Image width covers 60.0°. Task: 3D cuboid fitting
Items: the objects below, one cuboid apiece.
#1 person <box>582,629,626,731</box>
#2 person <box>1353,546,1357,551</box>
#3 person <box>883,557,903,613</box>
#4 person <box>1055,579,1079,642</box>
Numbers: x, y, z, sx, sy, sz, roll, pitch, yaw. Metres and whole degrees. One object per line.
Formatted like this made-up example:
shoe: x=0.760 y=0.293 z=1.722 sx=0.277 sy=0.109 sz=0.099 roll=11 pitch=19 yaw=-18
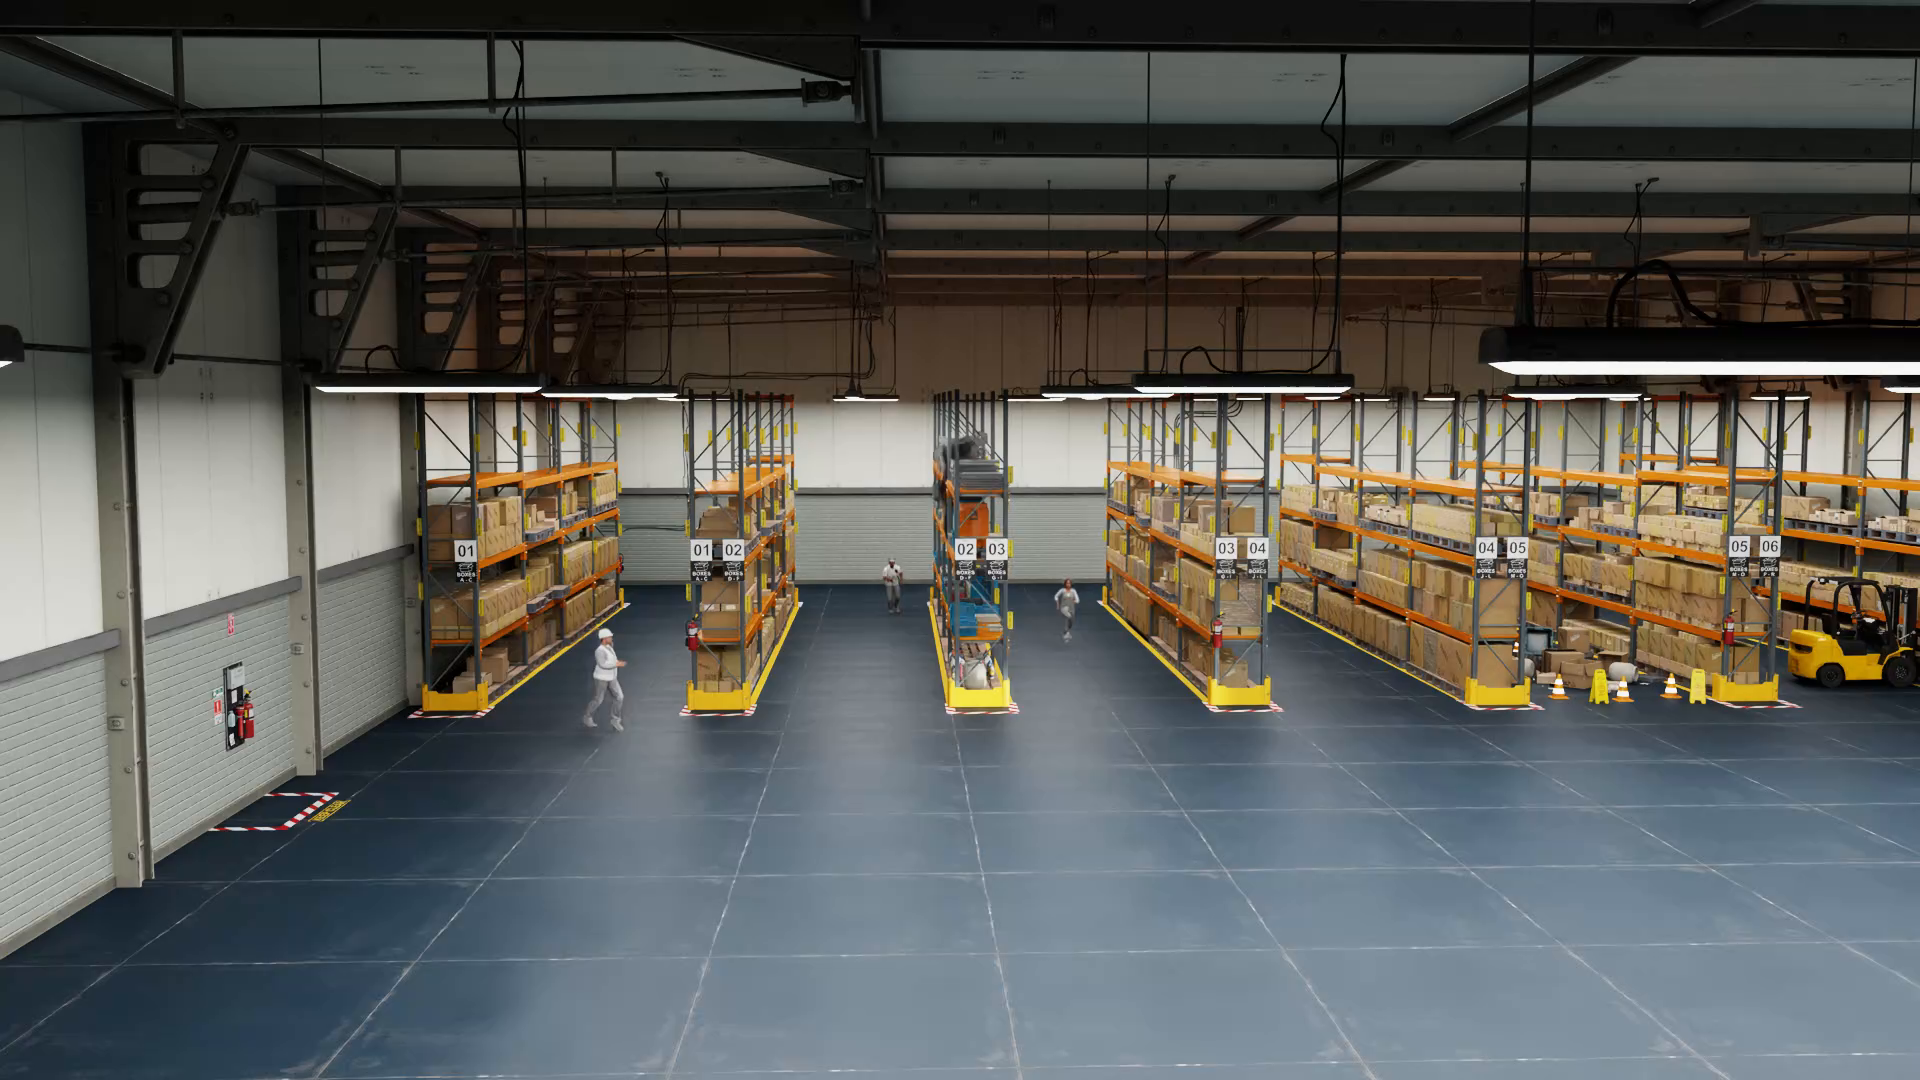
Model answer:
person: x=-6.226 y=2.462 z=29.147 sx=0.848 sy=1.833 sz=0.604 roll=2 pitch=5 yaw=18
person: x=11.218 y=1.052 z=46.993 sx=0.711 sy=1.736 sz=0.955 roll=-1 pitch=5 yaw=-8
person: x=-1.826 y=1.241 z=45.386 sx=0.578 sy=1.564 sz=0.836 roll=-1 pitch=5 yaw=-7
person: x=2.533 y=1.674 z=39.203 sx=0.525 sy=1.544 sz=0.887 roll=-1 pitch=5 yaw=-13
